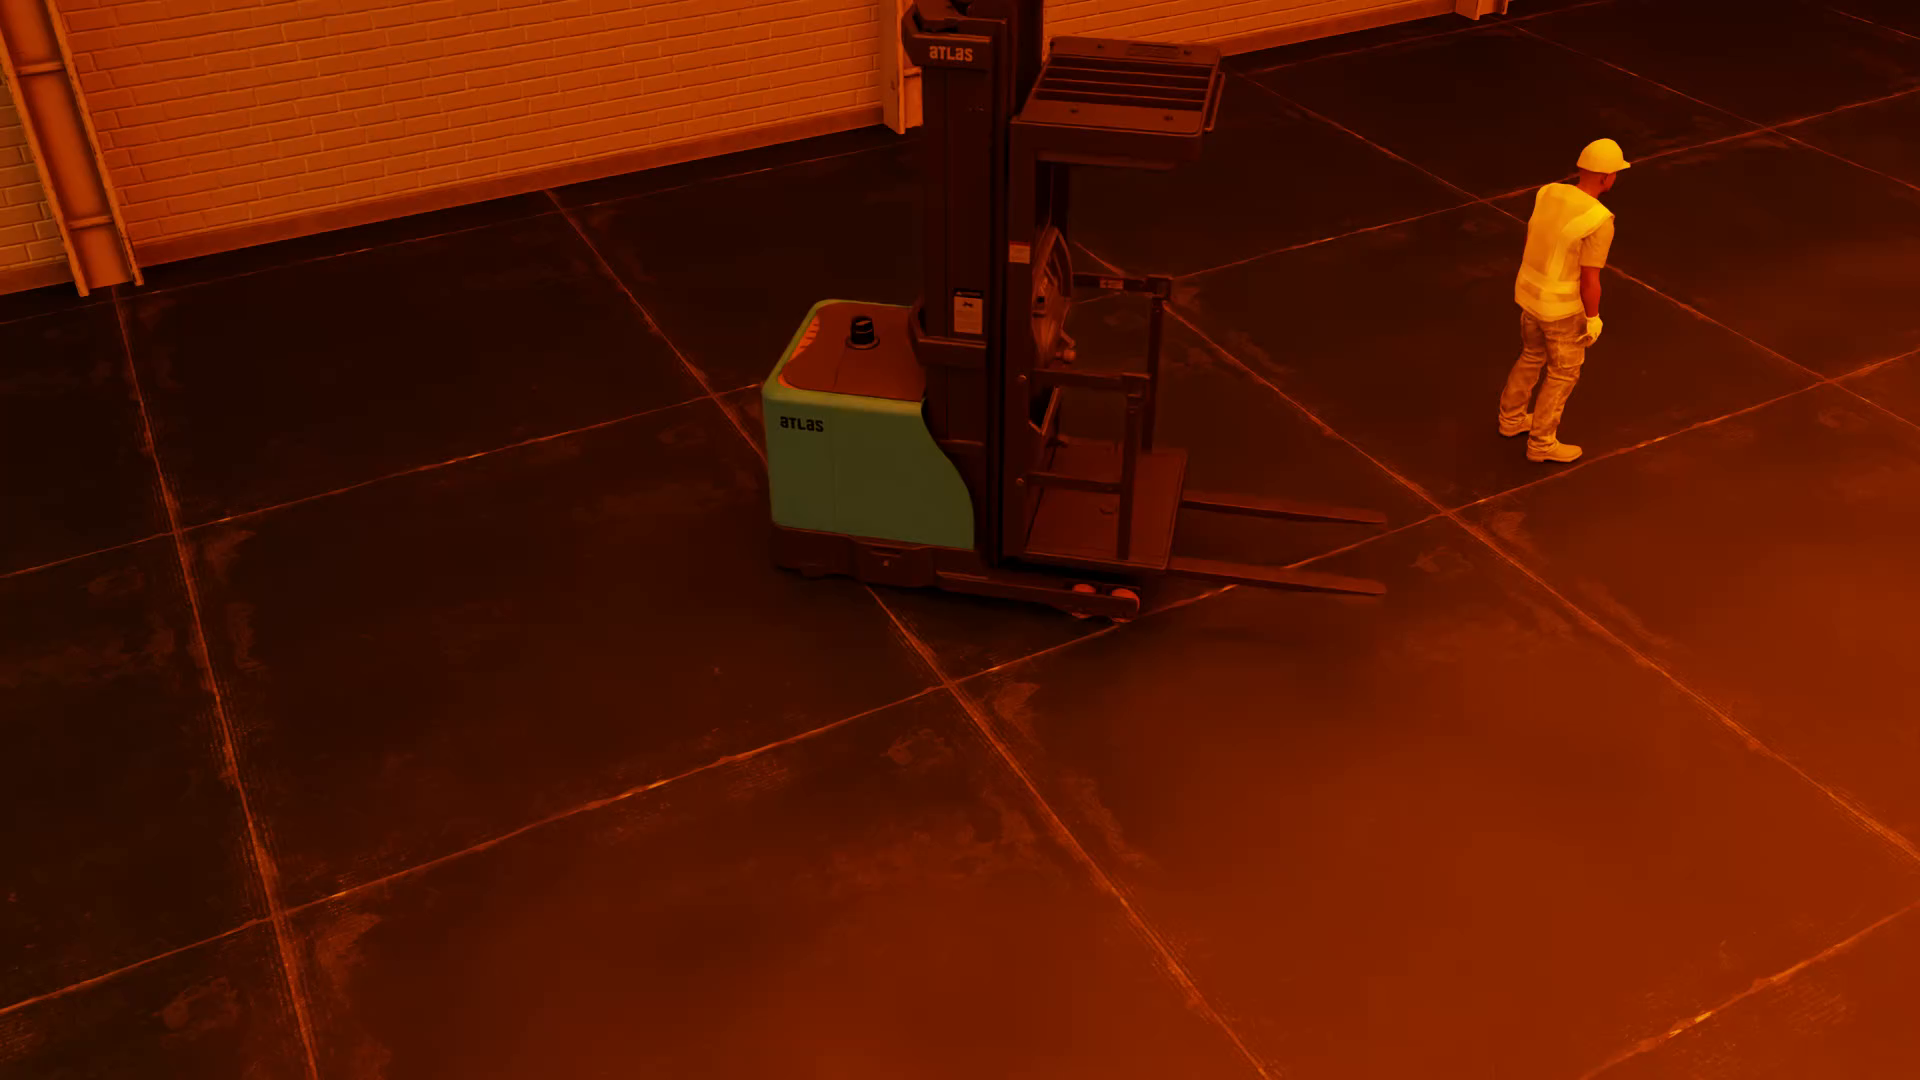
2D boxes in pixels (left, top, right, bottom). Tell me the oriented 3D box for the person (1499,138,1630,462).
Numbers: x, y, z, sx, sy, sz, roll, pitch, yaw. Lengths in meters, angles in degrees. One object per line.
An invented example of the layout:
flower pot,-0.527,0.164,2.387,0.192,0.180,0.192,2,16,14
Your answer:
person,3.236,-1.288,8.953,0.453,1.772,0.616,-10,37,-14

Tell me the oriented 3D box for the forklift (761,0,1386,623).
forklift,0.616,-1.129,7.720,3.031,2.935,1.130,7,36,10
